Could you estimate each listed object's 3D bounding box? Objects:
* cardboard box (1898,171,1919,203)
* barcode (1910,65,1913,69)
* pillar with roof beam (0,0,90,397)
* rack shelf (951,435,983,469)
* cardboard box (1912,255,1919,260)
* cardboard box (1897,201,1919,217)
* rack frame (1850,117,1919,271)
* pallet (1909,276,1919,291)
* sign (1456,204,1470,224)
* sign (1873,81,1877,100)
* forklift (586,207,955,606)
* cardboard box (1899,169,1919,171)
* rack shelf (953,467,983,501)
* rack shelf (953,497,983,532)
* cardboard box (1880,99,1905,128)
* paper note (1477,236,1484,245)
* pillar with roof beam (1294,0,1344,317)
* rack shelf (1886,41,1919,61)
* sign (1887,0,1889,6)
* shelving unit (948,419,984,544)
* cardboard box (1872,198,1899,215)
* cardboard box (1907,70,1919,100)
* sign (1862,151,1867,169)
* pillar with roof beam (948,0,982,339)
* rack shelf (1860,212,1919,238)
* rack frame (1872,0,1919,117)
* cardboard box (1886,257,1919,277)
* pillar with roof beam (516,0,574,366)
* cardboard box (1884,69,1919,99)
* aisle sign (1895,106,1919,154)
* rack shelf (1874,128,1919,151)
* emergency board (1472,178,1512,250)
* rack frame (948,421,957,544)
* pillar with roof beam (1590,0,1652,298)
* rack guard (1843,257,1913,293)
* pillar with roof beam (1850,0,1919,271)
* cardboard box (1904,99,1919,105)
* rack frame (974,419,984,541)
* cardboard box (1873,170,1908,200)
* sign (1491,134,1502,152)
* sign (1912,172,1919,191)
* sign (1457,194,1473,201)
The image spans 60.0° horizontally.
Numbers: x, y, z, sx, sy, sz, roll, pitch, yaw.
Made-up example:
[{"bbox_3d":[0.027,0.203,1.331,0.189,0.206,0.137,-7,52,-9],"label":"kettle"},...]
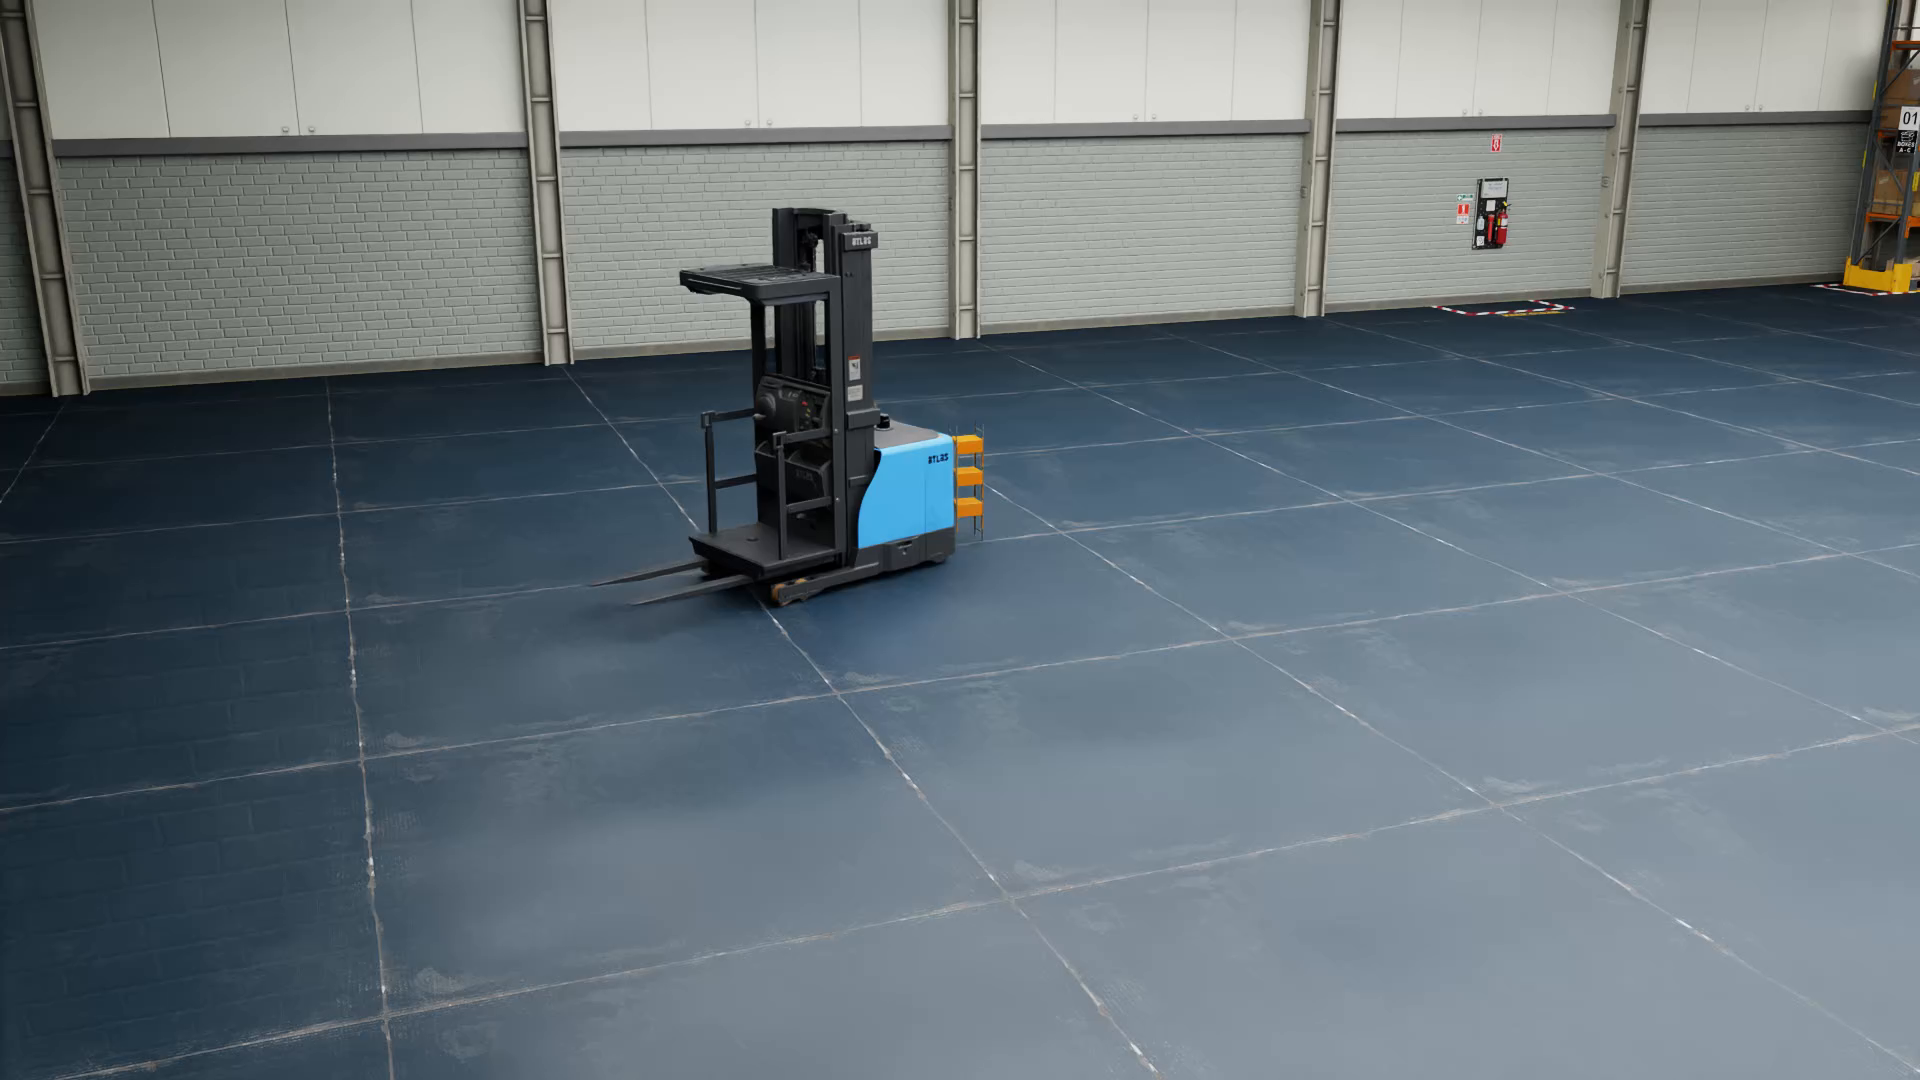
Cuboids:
[{"bbox_3d":[17.083,-6.269,29.521,0.500,0.500,0.500,-6,17,-20],"label":"cardboard box"},{"bbox_3d":[17.014,-8.460,29.743,0.075,0.075,0.001,-6,17,-20],"label":"barcode"},{"bbox_3d":[-9.599,-5.021,15.727,0.400,9.000,9.100,-6,17,-20],"label":"pillar with roof beam"},{"bbox_3d":[0.050,-0.771,14.392,0.240,0.259,0.215,-6,17,-20],"label":"rack shelf"},{"bbox_3d":[17.741,-5.027,30.383,0.500,0.311,0.500,-5,17,-15],"label":"cardboard box"},{"bbox_3d":[17.099,-5.905,29.615,0.500,0.250,0.500,-7,18,-22],"label":"cardboard box"},{"bbox_3d":[16.530,-6.002,29.714,0.127,3.000,1.000,-6,17,-20],"label":"rack frame"},{"bbox_3d":[17.372,-4.744,30.380,1.213,0.211,1.003,-6,17,-20],"label":"pallet"},{"bbox_3d":[8.397,-5.445,27.752,0.234,0.329,0.001,-6,17,-20],"label":"sign"},{"bbox_3d":[16.350,-8.014,29.671,0.005,0.325,0.100,-6,17,-20],"label":"sign"},{"bbox_3d":[-1.485,-1.066,13.027,3.031,2.935,1.130,-14,21,-39],"label":"forklift"},{"bbox_3d":[17.368,-6.451,30.143,0.500,0.500,0.500,-6,17,-19],"label":"cardboard box"},{"bbox_3d":[0.050,-0.499,14.472,0.240,0.259,0.215,-6,17,-20],"label":"rack shelf"},{"bbox_3d":[0.050,-0.232,14.550,0.240,0.259,0.215,-6,17,-20],"label":"rack shelf"},{"bbox_3d":[16.829,-7.608,29.644,0.500,0.500,0.500,-5,17,-16],"label":"cardboard box"},{"bbox_3d":[8.760,-5.034,27.980,0.142,0.148,0.016,-6,17,-20],"label":"paper note"},{"bbox_3d":[7.209,-6.836,21.907,0.400,9.000,9.100,-6,17,-20],"label":"pillar with roof beam"},{"bbox_3d":[18.398,-8.735,29.657,4.000,0.370,1.077,-6,17,-20],"label":"rack shelf"},{"bbox_3d":[16.350,-9.553,29.219,0.005,0.325,0.100,-6,17,-20],"label":"sign"},{"bbox_3d":[0.050,-0.509,14.469,0.252,1.050,0.215,-6,17,-20],"label":"shelving unit"},{"bbox_3d":[16.897,-6.038,30.066,0.500,0.250,0.500,-6,17,-19],"label":"cardboard box"},{"bbox_3d":[16.977,-7.954,29.048,0.500,0.500,0.500,-8,18,-24],"label":"cardboard box"},{"bbox_3d":[16.350,-6.857,30.010,0.005,0.325,0.100,-6,17,-20],"label":"sign"},{"bbox_3d":[1.606,-6.231,19.847,0.400,9.000,9.100,-6,17,-20],"label":"pillar with roof beam"},{"bbox_3d":[18.398,-5.859,30.502,4.000,0.370,1.077,-6,17,-20],"label":"rack shelf"},{"bbox_3d":[16.530,-8.881,28.868,0.127,3.000,1.000,-6,17,-20],"label":"rack frame"},{"bbox_3d":[17.208,-4.969,30.188,0.500,0.311,0.500,-8,18,-26],"label":"cardboard box"},{"bbox_3d":[-3.996,-5.626,17.787,0.400,9.000,9.100,-6,17,-20],"label":"pillar with roof beam"},{"bbox_3d":[16.839,-8.091,29.516,0.500,0.500,0.500,-5,17,-18],"label":"cardboard box"},{"bbox_3d":[16.570,-7.163,29.054,0.004,0.787,0.394,-6,17,-20],"label":"aisle sign"},{"bbox_3d":[18.398,-7.298,30.079,4.000,0.370,1.077,-6,17,-20],"label":"rack shelf"},{"bbox_3d":[8.950,-5.456,27.855,0.643,1.169,0.194,-6,17,-20],"label":"emergency board"},{"bbox_3d":[-0.064,-0.497,14.427,0.008,1.050,0.200,-6,17,-20],"label":"rack frame"},{"bbox_3d":[12.812,-7.441,23.967,0.400,9.000,9.100,-6,17,-20],"label":"pillar with roof beam"},{"bbox_3d":[16.601,-4.810,30.092,0.348,0.500,1.175,-6,17,-20],"label":"rack guard"},{"bbox_3d":[18.415,-8.046,26.027,0.400,9.000,9.100,-6,17,-20],"label":"pillar with roof beam"},{"bbox_3d":[16.932,-7.467,29.165,0.500,0.500,0.500,-6,17,-19],"label":"cardboard box"},{"bbox_3d":[0.164,-0.521,14.511,0.008,1.050,0.200,-6,17,-20],"label":"rack frame"},{"bbox_3d":[16.894,-6.403,29.979,0.500,0.500,0.500,-6,18,-21],"label":"cardboard box"},{"bbox_3d":[8.907,-6.594,27.615,0.199,0.298,0.001,-6,17,-20],"label":"sign"},{"bbox_3d":[16.724,-6.275,29.106,0.005,0.325,0.100,-6,17,-20],"label":"sign"},{"bbox_3d":[8.404,-5.697,27.671,0.331,0.109,0.001,-6,17,-20],"label":"sign"}]
